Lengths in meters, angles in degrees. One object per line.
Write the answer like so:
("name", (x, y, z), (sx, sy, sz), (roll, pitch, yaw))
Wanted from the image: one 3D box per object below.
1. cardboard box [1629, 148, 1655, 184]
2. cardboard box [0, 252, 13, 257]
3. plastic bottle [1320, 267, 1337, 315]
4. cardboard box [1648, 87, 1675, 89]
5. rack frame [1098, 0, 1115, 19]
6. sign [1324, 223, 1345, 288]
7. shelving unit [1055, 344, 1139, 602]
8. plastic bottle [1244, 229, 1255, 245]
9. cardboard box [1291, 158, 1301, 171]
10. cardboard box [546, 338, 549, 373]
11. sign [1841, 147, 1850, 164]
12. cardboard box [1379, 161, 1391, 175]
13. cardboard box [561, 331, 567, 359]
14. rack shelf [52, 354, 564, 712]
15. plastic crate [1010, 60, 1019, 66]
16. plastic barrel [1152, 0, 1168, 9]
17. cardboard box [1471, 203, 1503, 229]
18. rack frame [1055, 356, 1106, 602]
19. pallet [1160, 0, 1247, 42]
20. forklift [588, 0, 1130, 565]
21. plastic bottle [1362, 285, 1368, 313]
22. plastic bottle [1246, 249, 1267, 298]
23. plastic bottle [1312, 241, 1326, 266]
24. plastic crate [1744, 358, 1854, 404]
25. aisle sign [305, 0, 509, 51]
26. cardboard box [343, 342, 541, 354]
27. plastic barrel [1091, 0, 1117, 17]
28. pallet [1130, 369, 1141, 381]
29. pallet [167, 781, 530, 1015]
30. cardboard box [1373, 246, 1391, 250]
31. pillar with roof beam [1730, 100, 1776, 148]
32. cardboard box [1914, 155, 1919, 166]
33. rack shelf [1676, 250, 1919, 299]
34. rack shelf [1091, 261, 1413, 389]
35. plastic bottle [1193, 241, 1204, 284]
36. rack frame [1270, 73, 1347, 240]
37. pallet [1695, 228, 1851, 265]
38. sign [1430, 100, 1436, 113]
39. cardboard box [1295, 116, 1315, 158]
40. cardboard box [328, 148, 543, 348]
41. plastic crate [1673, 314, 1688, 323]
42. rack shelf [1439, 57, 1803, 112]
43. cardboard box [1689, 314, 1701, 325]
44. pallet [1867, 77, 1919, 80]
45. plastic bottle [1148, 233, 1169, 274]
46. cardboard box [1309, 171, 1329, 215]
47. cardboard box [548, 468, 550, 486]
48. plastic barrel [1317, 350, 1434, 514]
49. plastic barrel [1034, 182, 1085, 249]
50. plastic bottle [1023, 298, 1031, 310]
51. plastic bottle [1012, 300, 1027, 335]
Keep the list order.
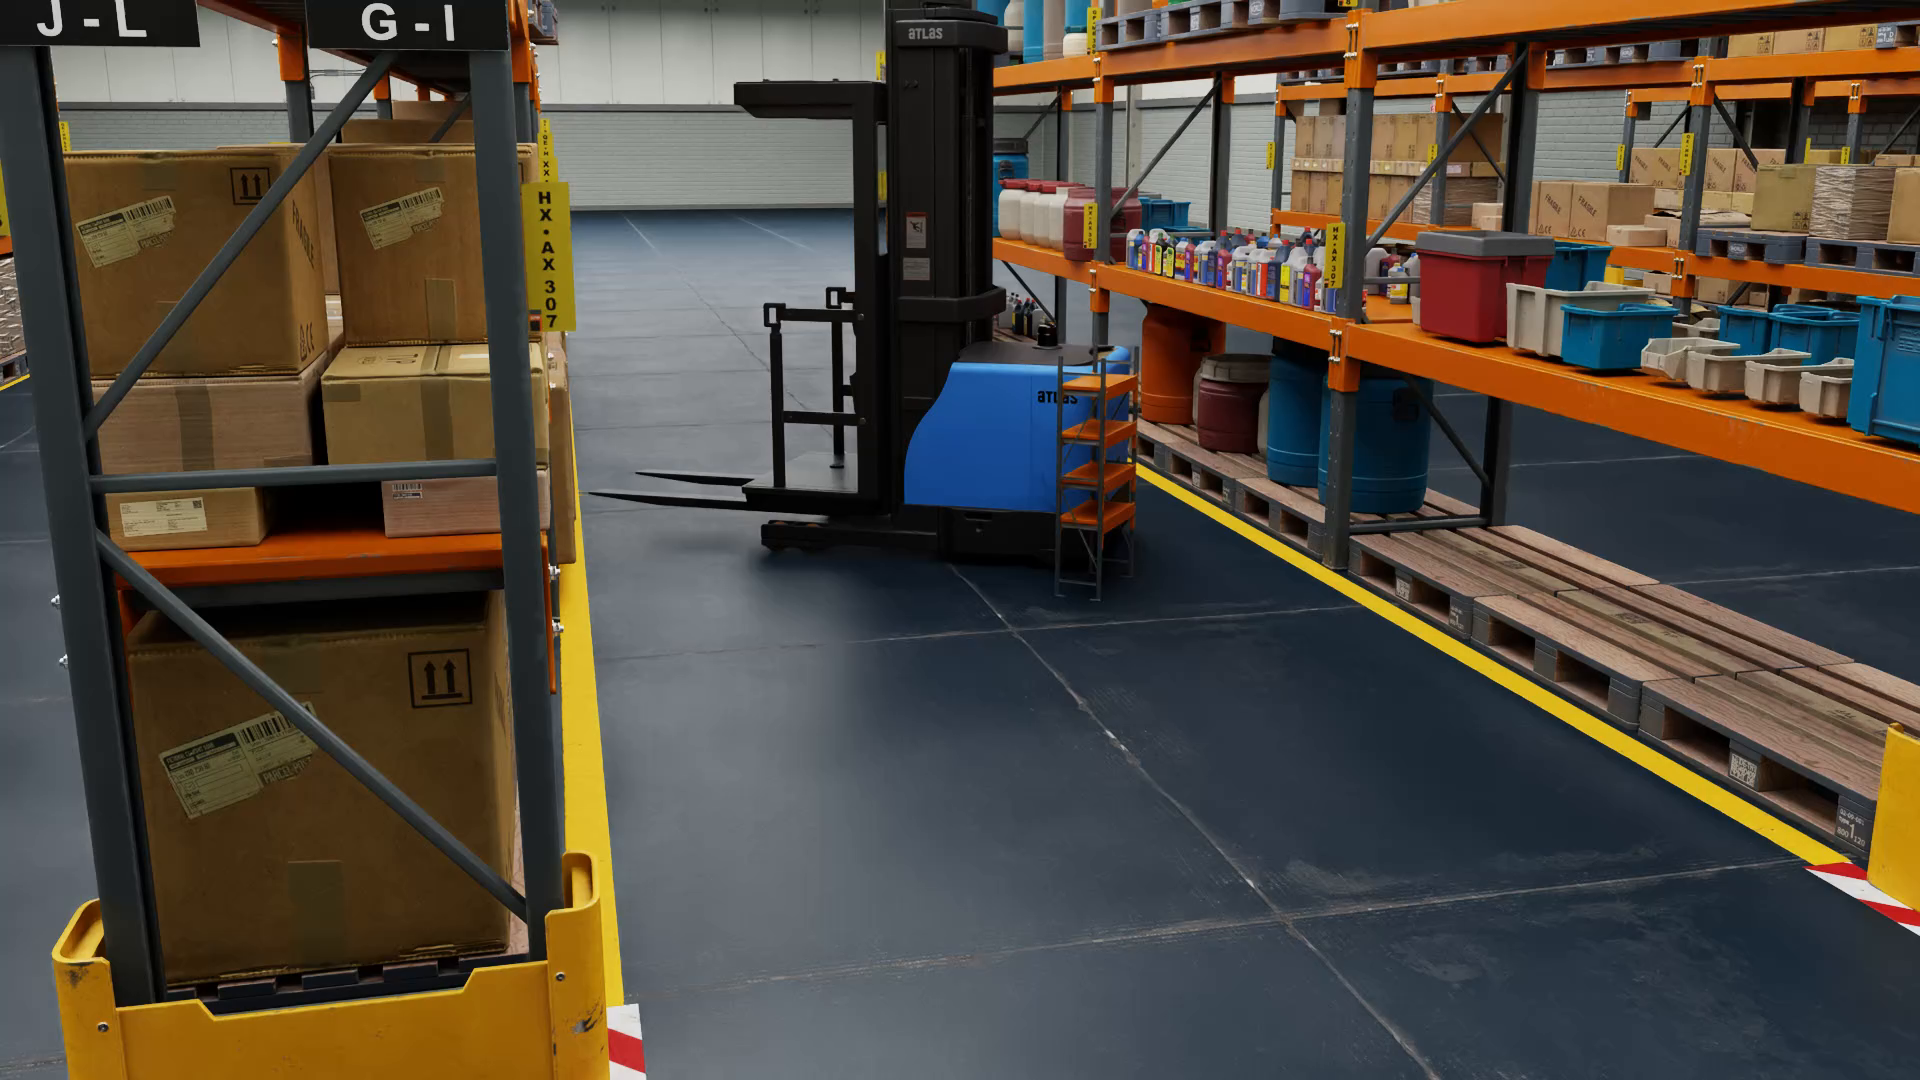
("cardboard box", (9.060, -4.828, 21.562), (0.500, 0.500, 0.500), (-3, 14, -13))
("cardboard box", (-9.617, -2.388, 16.475), (0.875, 0.875, 0.875), (-4, 14, -14))
("plastic bottle", (2.022, -1.346, 8.877), (0.152, 0.276, 0.135), (-3, 14, -13))
("cardboard box", (9.076, -6.078, 21.412), (0.500, 0.500, 0.500), (-3, 14, -12))
("rack frame", (1.489, -5.170, 11.629), (1.000, 3.000, 0.127), (-3, 14, -13))
("sign", (1.893, -1.437, 8.407), (0.100, 0.325, 0.005), (-3, 14, -13))
("shelving unit", (0.685, -0.345, 8.309), (0.258, 1.200, 0.503), (6, 15, 24))
("plastic bottle", (2.053, -2.076, 11.852), (0.061, 0.283, 0.133), (-3, 14, -13))
("cardboard box", (4.309, -4.638, 20.513), (0.380, 0.149, 0.250), (-3, 14, -14))
("cardboard box", (-1.815, -0.705, 6.522), (0.380, 0.149, 0.250), (-3, 14, -12))
("sign", (9.654, -4.119, 18.144), (0.100, 0.325, 0.005), (-3, 14, -13))
("cardboard box", (4.856, -4.103, 18.324), (0.380, 0.149, 0.250), (-3, 14, -13))
("cardboard box", (-3.183, -0.991, 10.756), (1.225, 0.875, 0.875), (-4, 14, -16))
("rack shelf", (-1.916, -0.246, 5.630), (1.077, 0.370, 4.000), (-3, 14, -13))
("plastic crate", (0.444, -4.912, 17.339), (0.336, 0.188, 0.450), (-3, 14, -13))
("plastic barrel", (1.620, -3.995, 11.347), (0.600, 0.830, 0.708), (-3, 14, -13))
("cardboard box", (5.523, -3.270, 16.807), (0.500, 0.250, 0.500), (-2, 14, -10))
("rack frame", (0.583, -0.292, 8.094), (0.240, 1.200, 0.015), (6, 15, 24))
("pallet", (1.880, -3.135, 10.018), (1.003, 0.211, 1.213), (-3, 14, -13))
("forklift", (-0.602, -1.463, 9.238), (3.031, 2.935, 1.130), (4, 14, 15))
("plastic bottle", (2.139, -1.321, 8.932), (0.097, 0.201, 0.097), (0, 14, 0))
("plastic bottle", (1.786, -1.577, 9.825), (0.152, 0.276, 0.135), (-3, 14, -13))
("plastic bottle", (2.035, -1.511, 9.396), (0.144, 0.351, 0.185), (-3, 14, -13))
("plastic crate", (2.946, -0.557, 5.816), (0.396, 0.136, 0.243), (-3, 14, -13))
("aisle sign", (-1.138, -1.397, 3.348), (0.394, 0.787, 0.004), (-3, 14, -13))
("cardboard box", (-1.425, -0.451, 4.643), (0.500, 0.250, 0.500), (-3, 14, -14))
("plastic barrel", (1.354, -4.274, 13.376), (0.600, 0.830, 0.708), (-3, 14, -13))
("pallet", (1.062, -1.363, 14.562), (1.003, 0.211, 1.213), (-3, 14, -13))
("pallet", (-1.710, 1.040, 4.725), (1.003, 0.211, 1.213), (-3, 14, -13))
("cardboard box", (4.685, -3.127, 19.235), (0.500, 0.500, 0.500), (-3, 14, -13))
("pillar with roof beam", (6.061, -7.215, 19.997), (9.100, 9.000, 0.400), (-3, 14, -13))
("cardboard box", (10.390, -3.745, 17.296), (0.700, 0.500, 0.500), (-2, 14, -7))
("rack shelf", (6.775, -1.720, 11.664), (1.077, 0.370, 4.000), (-3, 14, -13))
("rack shelf", (1.959, -1.445, 10.537), (1.077, 0.370, 4.000), (-3, 14, -13))
("plastic bottle", (1.548, -1.781, 10.667), (0.097, 0.271, 0.097), (0, 14, 0))
("rack frame", (4.426, -4.377, 21.021), (1.000, 3.000, 0.127), (-3, 14, -13))
("pallet", (6.532, -2.285, 12.866), (1.213, 0.211, 1.003), (-3, 14, -13))
("sign", (8.388, -7.630, 29.454), (0.001, 0.298, 0.199), (-3, 14, -13))
("cardboard box", (4.536, -4.935, 20.362), (0.700, 0.500, 0.500), (-3, 14, -13))
("cardboard box", (-1.414, -0.811, 4.537), (0.500, 0.500, 0.500), (-4, 14, -15))
("plastic crate", (2.953, -0.985, 7.593), (0.437, 0.125, 0.590), (-3, 14, -13))
("rack shelf", (5.835, -4.100, 15.085), (1.077, 0.370, 4.000), (-3, 14, -13))
("cardboard box", (5.942, -1.779, 14.115), (0.500, 0.311, 0.500), (-3, 14, -12))
("pallet", (10.221, -4.948, 17.437), (1.213, 0.211, 1.003), (-3, 14, -13))
("plastic bottle", (1.385, -1.971, 11.436), (0.152, 0.276, 0.135), (-3, 14, -13))
("cardboard box", (4.651, -4.196, 20.071), (0.700, 0.500, 0.500), (-3, 14, -12))
("cardboard box", (-1.331, -0.231, 4.580), (0.380, 0.149, 0.250), (-4, 14, -15))
("plastic barrel", (2.317, -0.644, 9.280), (0.600, 0.901, 0.708), (-3, 14, -13))
("plastic barrel", (0.835, -2.743, 14.047), (0.433, 0.535, 0.433), (0, 14, 0))
("plastic bottle", (0.719, -2.358, 17.415), (0.144, 0.351, 0.185), (-4, 14, -16))
("plastic bottle", (0.623, -2.307, 17.204), (0.144, 0.351, 0.185), (-3, 14, -13))
